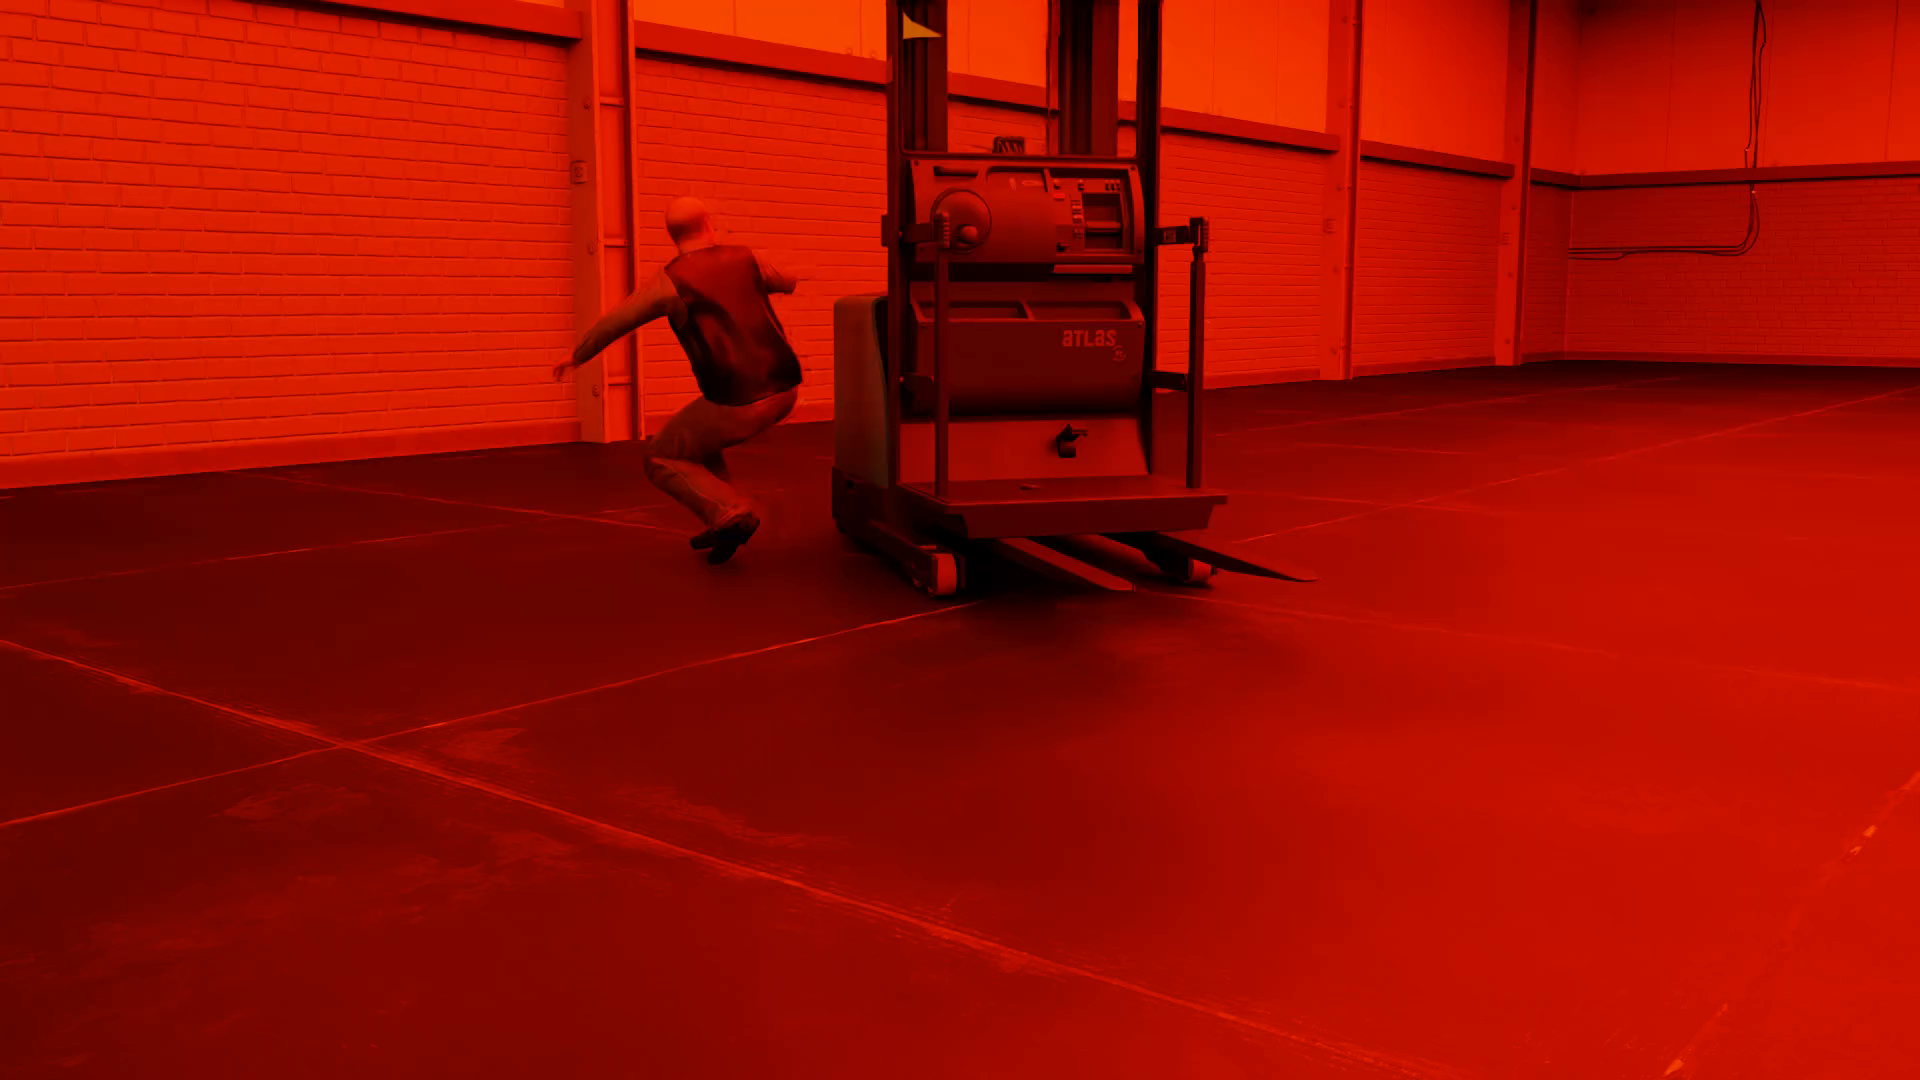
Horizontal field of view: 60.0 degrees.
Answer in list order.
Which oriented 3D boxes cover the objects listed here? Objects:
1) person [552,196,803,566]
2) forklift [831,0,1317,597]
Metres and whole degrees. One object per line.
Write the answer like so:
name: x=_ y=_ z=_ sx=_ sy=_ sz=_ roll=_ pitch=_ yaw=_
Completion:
person: x=-1.086 y=-0.645 z=6.714 sx=0.958 sy=1.453 sz=0.767 roll=4 pitch=9 yaw=28
forklift: x=0.329 y=-1.307 z=6.211 sx=1.130 sy=2.935 sz=3.031 roll=-3 pitch=9 yaw=-17
